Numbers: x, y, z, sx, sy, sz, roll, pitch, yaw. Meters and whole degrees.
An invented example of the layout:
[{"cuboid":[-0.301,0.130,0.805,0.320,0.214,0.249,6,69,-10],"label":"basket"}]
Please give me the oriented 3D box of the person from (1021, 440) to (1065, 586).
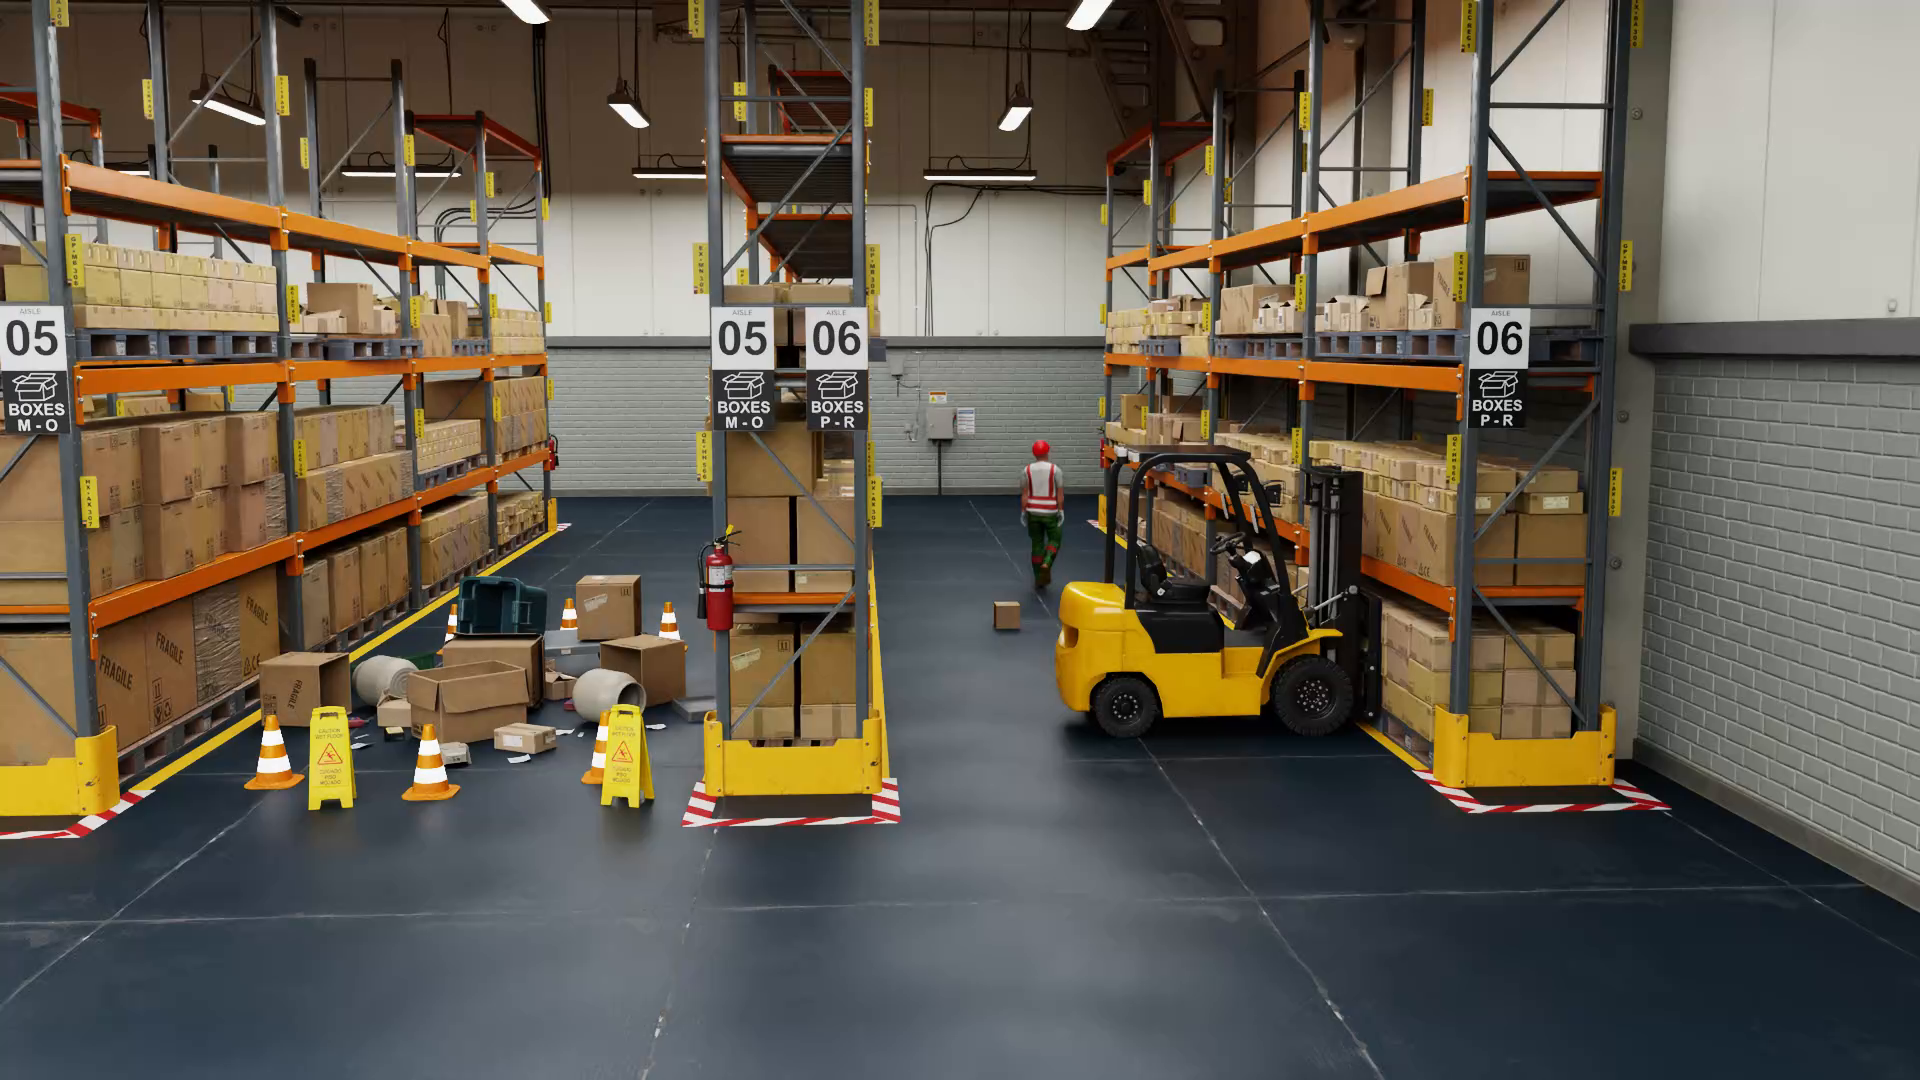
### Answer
[{"cuboid":[1.000,-0.324,20.182,0.545,1.780,0.609,2,7,13],"label":"person"}]
